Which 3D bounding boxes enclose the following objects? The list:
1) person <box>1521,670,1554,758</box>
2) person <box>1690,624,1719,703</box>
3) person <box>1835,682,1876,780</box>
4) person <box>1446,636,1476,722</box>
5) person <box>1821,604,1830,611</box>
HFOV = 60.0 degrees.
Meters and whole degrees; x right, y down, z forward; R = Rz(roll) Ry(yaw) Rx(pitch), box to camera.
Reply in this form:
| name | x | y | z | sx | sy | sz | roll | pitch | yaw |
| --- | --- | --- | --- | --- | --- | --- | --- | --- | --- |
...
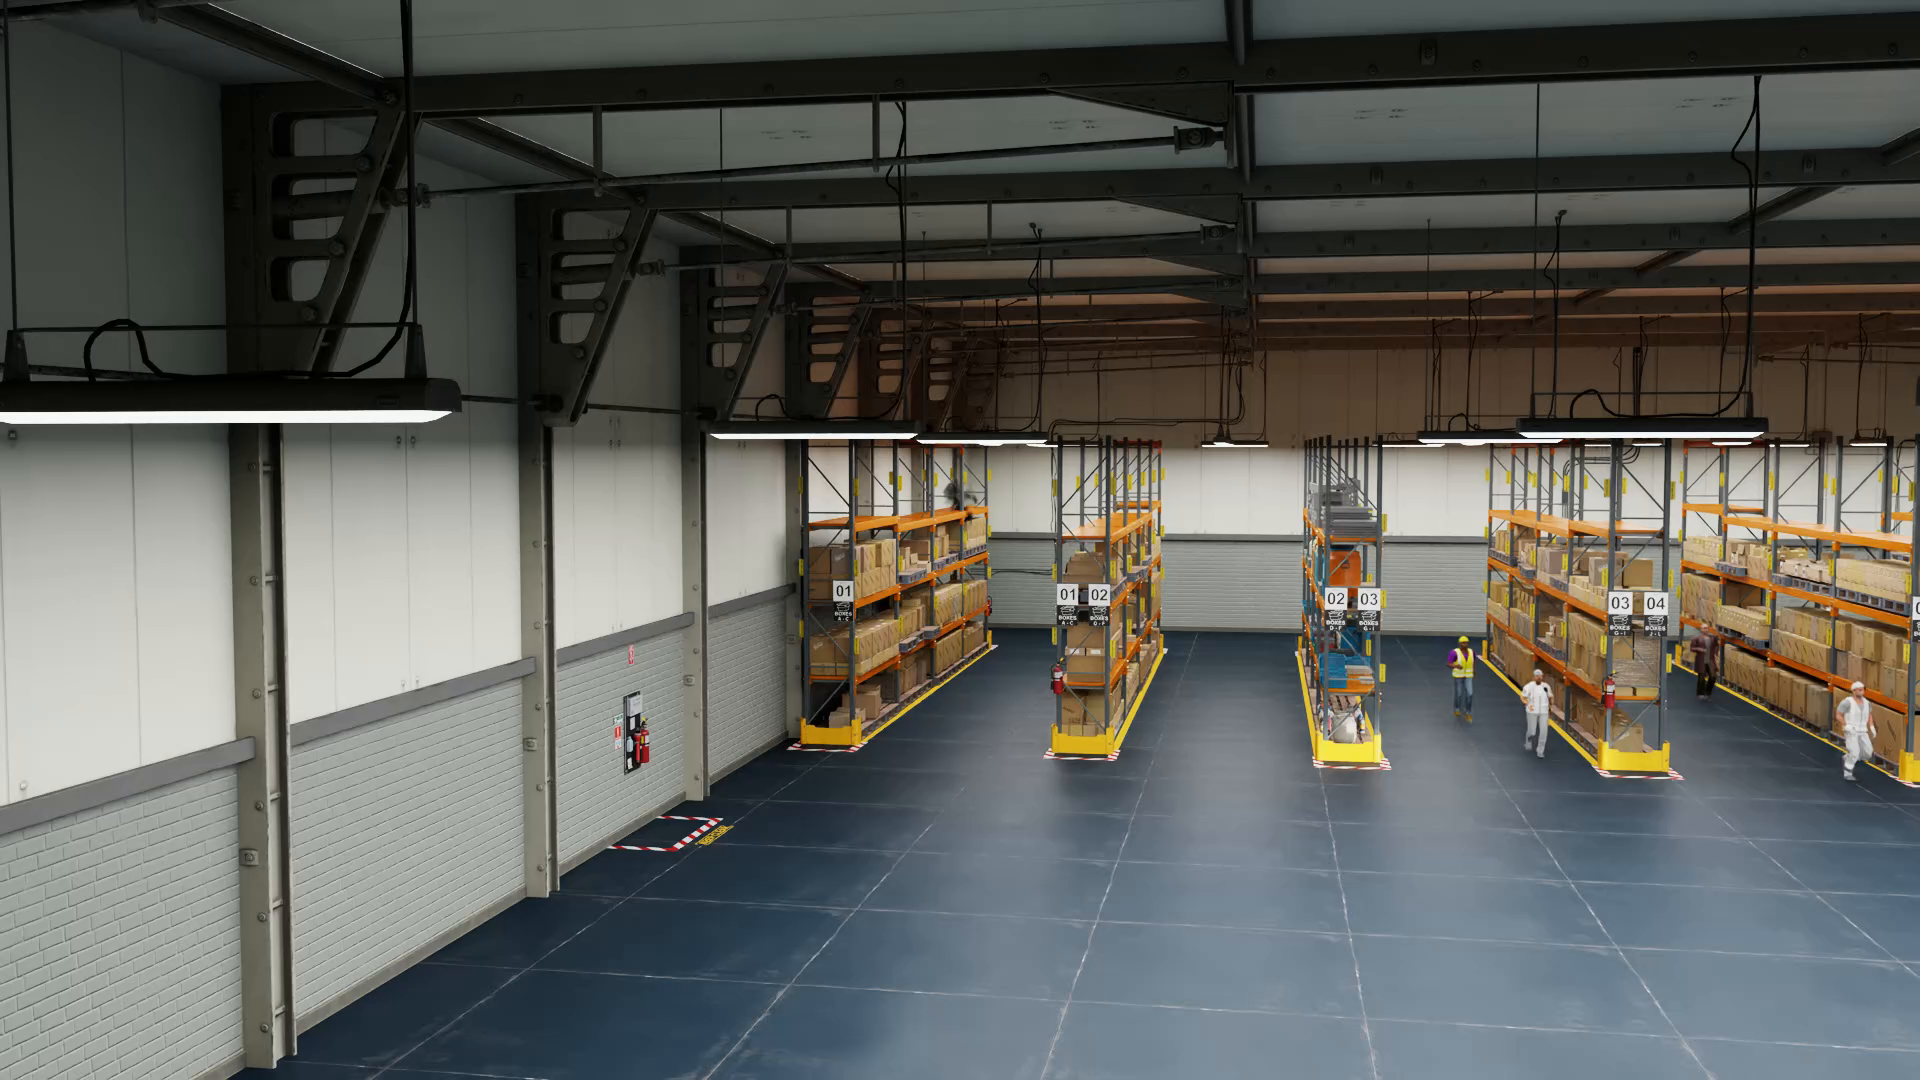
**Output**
| name | x | y | z | sx | sy | sz | roll | pitch | yaw |
| --- | --- | --- | --- | --- | --- | --- | --- | --- | --- |
| person | 10.817 | 3.229 | 31.126 | 0.608 | 1.617 | 0.609 | 0 | 3 | 7 |
| person | 16.926 | 2.807 | 37.733 | 0.687 | 1.805 | 0.733 | 0 | 3 | 9 |
| person | 15.476 | 3.298 | 28.759 | 0.705 | 1.710 | 0.590 | 0 | 3 | -8 |
| person | 10.645 | 2.944 | 35.267 | 0.676 | 1.825 | 0.769 | 0 | 3 | 3 |
| person | 23.483 | 2.419 | 45.245 | 0.566 | 1.718 | 0.717 | 1 | 3 | 10 |
